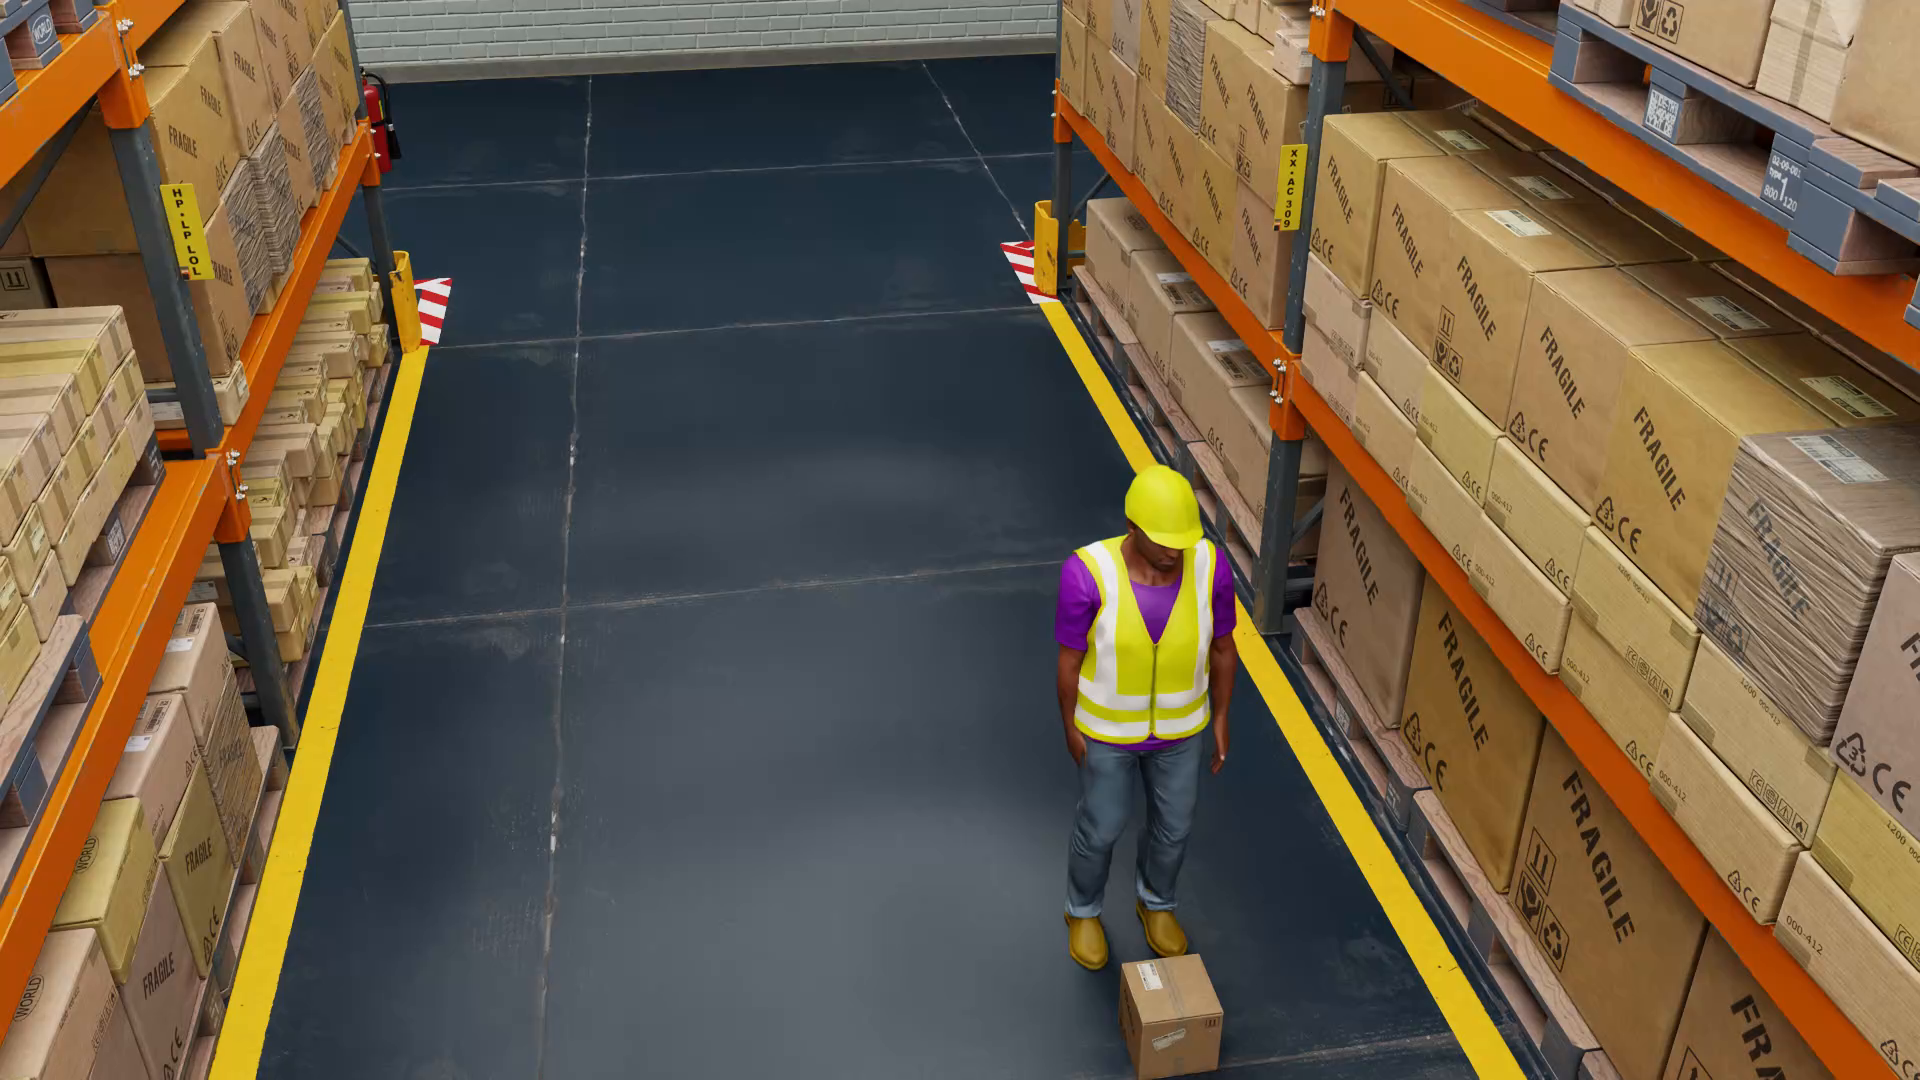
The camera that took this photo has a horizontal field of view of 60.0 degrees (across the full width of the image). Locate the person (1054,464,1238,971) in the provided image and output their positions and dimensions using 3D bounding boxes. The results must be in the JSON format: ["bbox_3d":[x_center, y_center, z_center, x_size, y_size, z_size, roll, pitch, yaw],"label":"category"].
[{"bbox_3d":[0.572,0.560,5.166,0.567,1.768,0.366,-5,31,-8],"label":"person"}]
